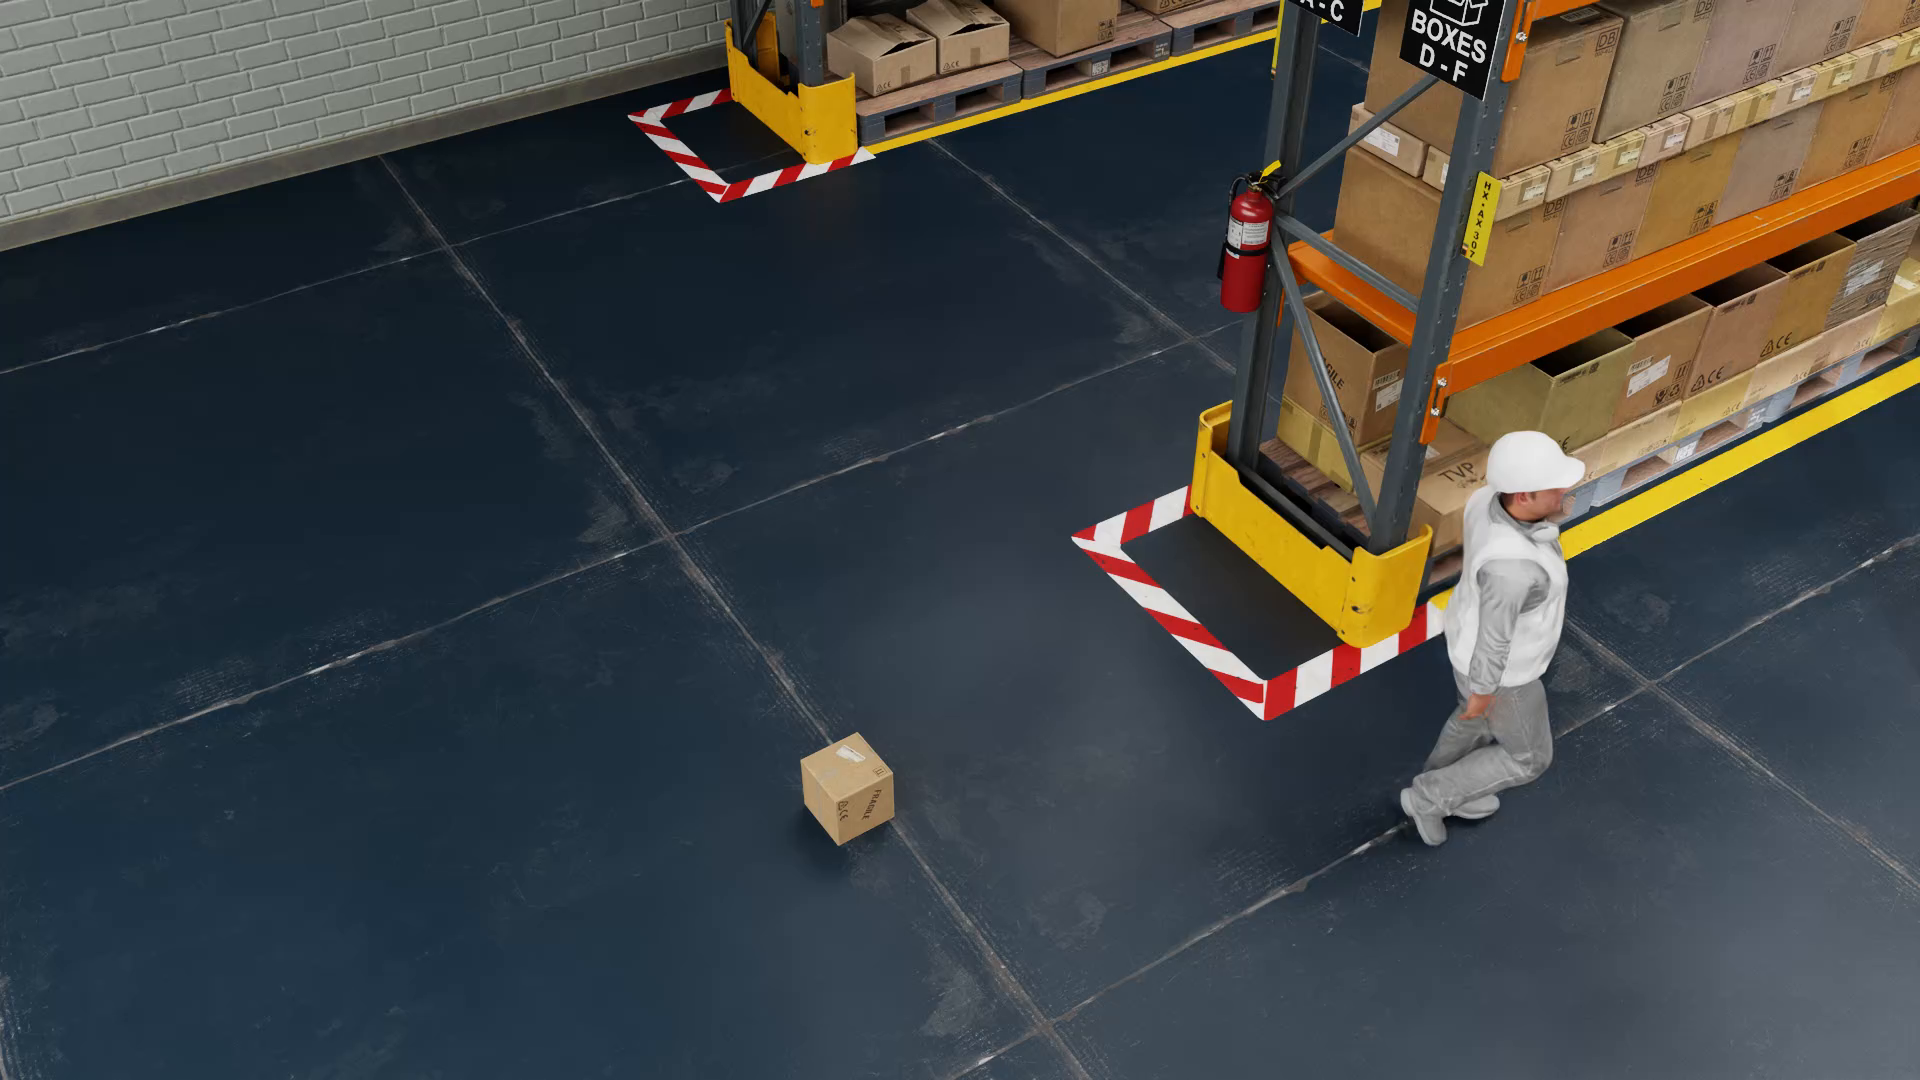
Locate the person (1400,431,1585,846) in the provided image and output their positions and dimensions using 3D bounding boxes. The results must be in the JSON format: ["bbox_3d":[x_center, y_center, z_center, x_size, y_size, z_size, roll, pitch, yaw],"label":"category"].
[{"bbox_3d":[1.845,0.370,5.680,0.469,1.776,0.536,5,41,5],"label":"person"}]
